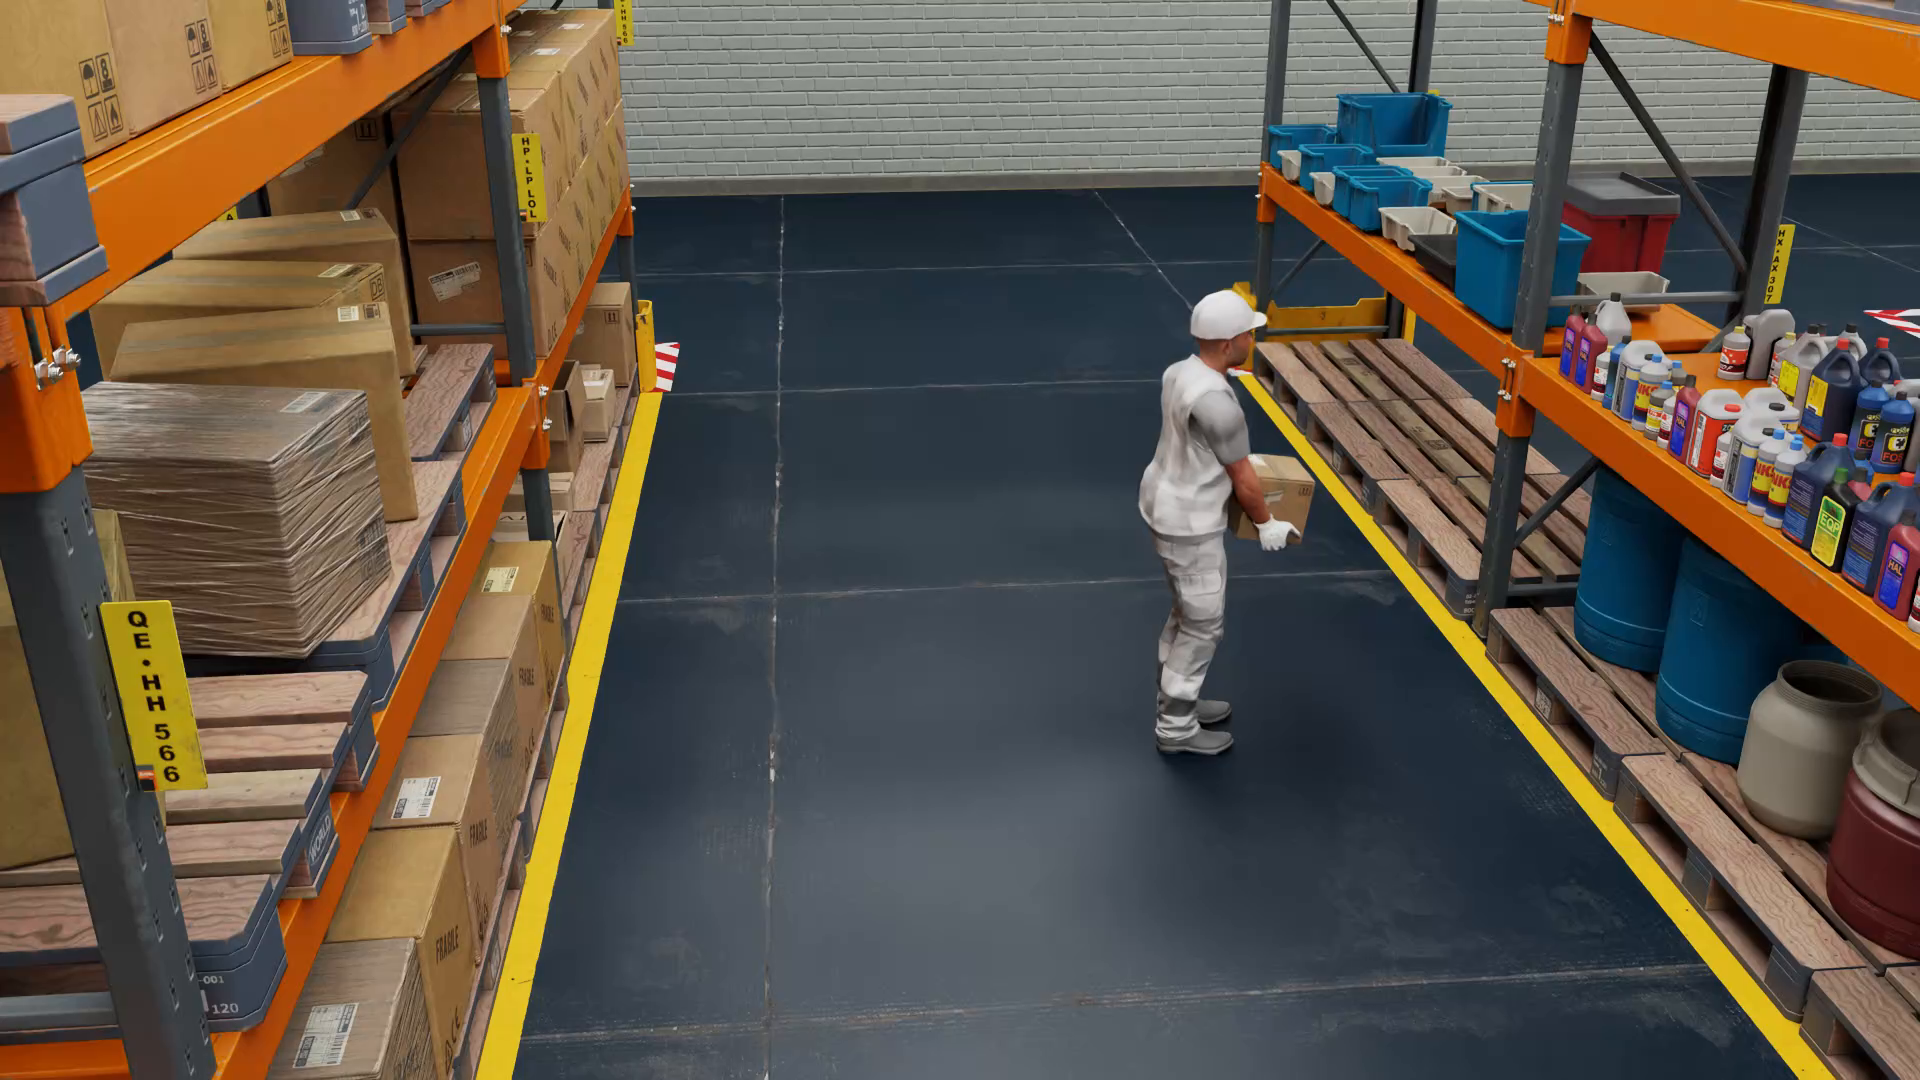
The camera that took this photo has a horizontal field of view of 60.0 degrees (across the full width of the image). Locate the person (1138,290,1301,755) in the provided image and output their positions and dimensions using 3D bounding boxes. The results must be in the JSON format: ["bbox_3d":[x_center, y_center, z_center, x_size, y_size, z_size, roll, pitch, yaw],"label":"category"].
[{"bbox_3d":[0.956,-0.064,6.229,0.569,1.777,0.494,-3,24,-6],"label":"person"}]
